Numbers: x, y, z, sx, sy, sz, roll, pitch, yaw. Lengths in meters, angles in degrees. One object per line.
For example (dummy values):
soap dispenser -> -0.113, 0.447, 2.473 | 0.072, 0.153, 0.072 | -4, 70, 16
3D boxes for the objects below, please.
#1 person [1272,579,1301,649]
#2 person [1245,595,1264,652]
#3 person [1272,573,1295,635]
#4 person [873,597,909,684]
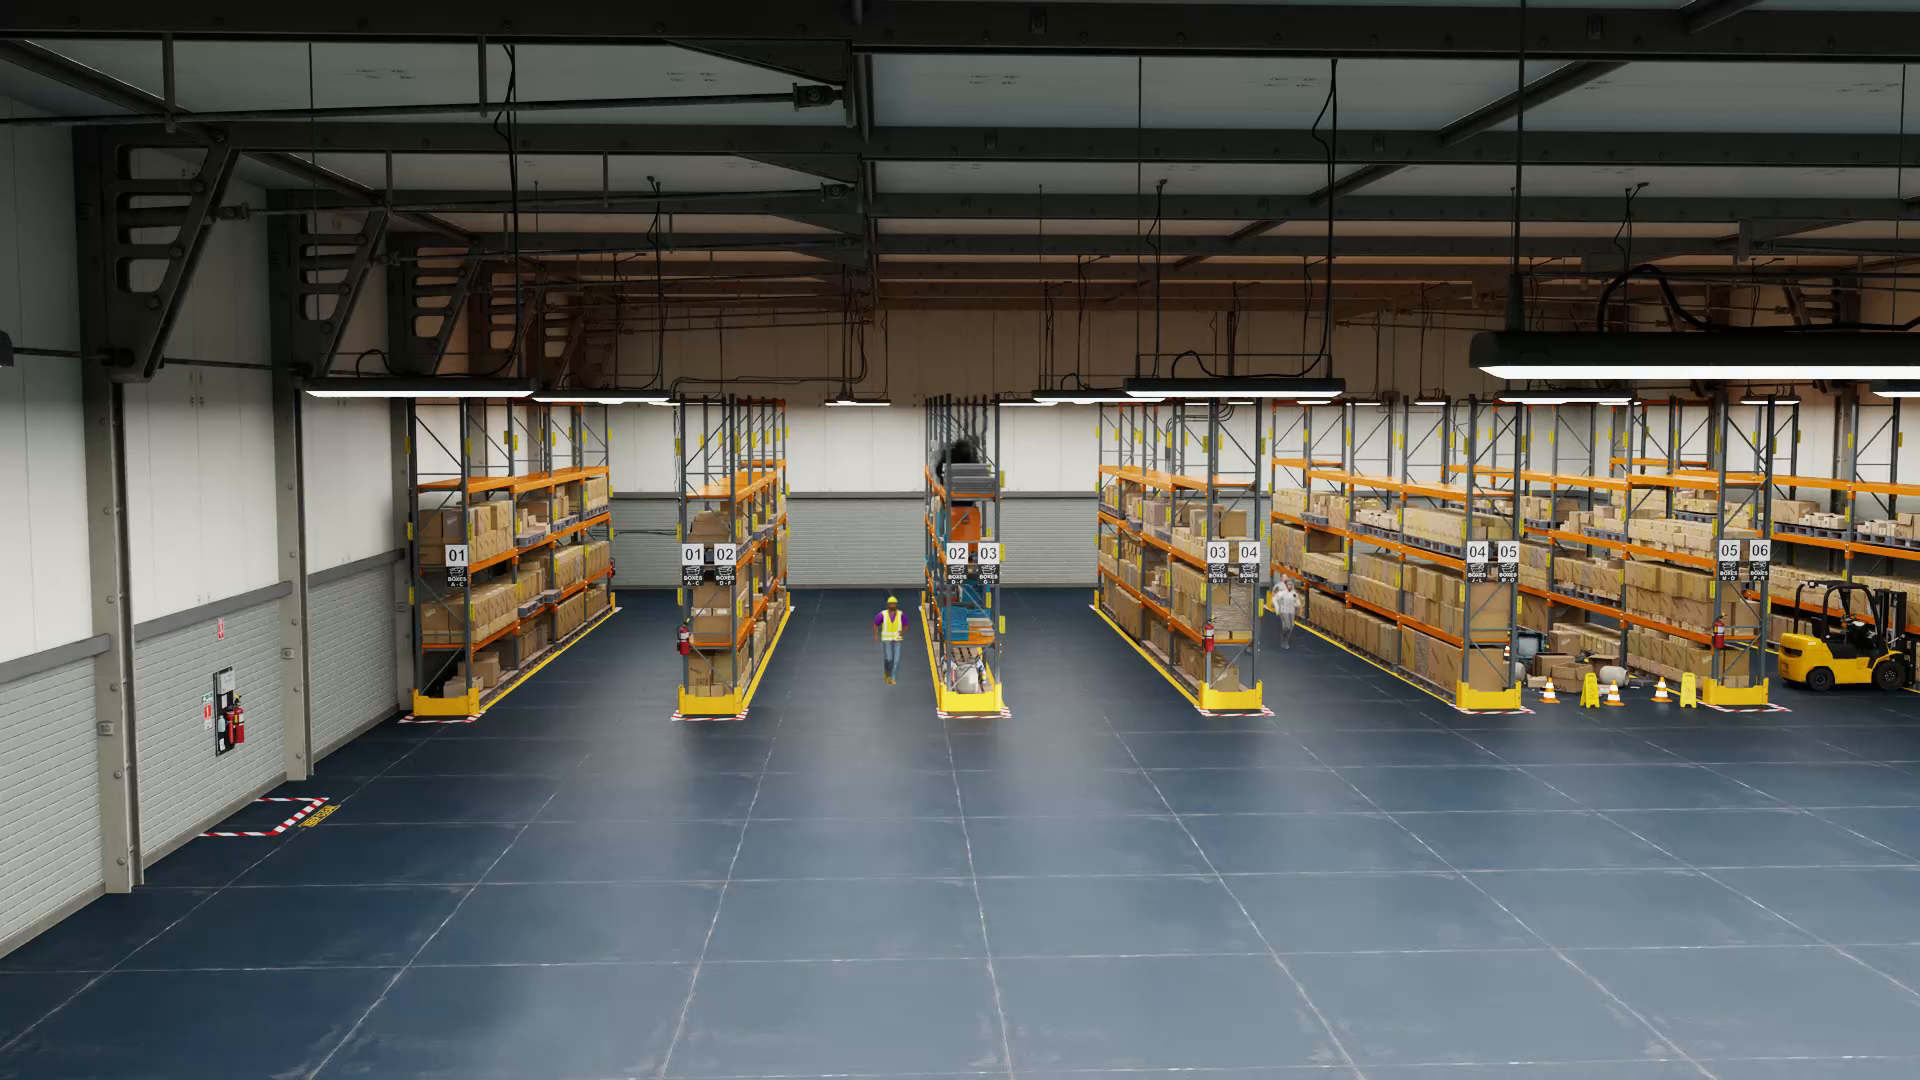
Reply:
person -> 7.807, 1.754, 39.513 | 0.598, 1.669, 0.611 | -1, 5, -14
person -> 6.836, 1.828, 38.765 | 0.607, 1.687, 0.641 | -1, 5, -8
person -> 8.065, 1.624, 41.429 | 0.581, 1.644, 0.813 | 0, 5, 2
person -> -1.331, 1.987, 32.644 | 0.691, 1.740, 0.586 | -1, 5, -11
